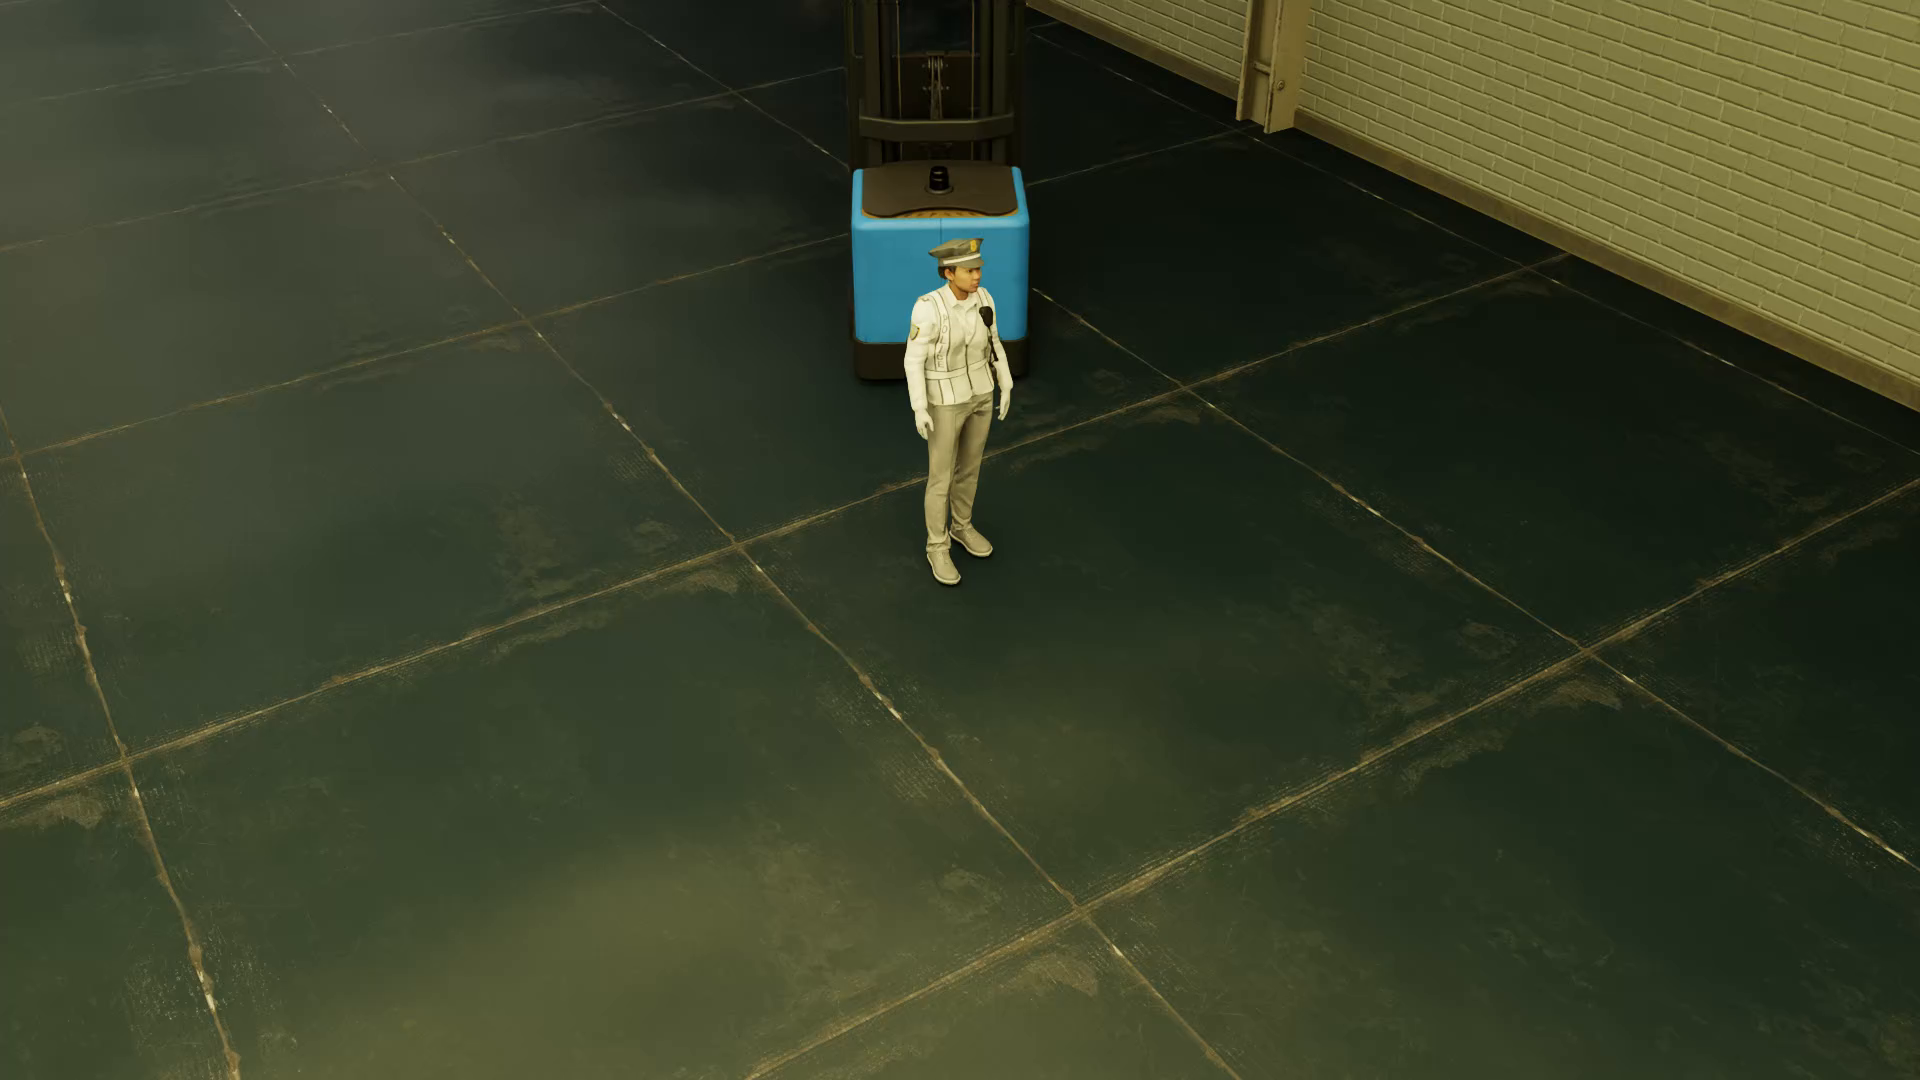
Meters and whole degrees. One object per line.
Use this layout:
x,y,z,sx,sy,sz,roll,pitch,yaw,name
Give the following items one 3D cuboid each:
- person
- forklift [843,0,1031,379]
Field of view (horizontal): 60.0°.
0.032,-0.664,8.155,0.587,1.694,0.529,-21,40,-27,person
-0.165,-2.980,10.388,1.130,2.935,3.031,-1,35,-2,forklift
